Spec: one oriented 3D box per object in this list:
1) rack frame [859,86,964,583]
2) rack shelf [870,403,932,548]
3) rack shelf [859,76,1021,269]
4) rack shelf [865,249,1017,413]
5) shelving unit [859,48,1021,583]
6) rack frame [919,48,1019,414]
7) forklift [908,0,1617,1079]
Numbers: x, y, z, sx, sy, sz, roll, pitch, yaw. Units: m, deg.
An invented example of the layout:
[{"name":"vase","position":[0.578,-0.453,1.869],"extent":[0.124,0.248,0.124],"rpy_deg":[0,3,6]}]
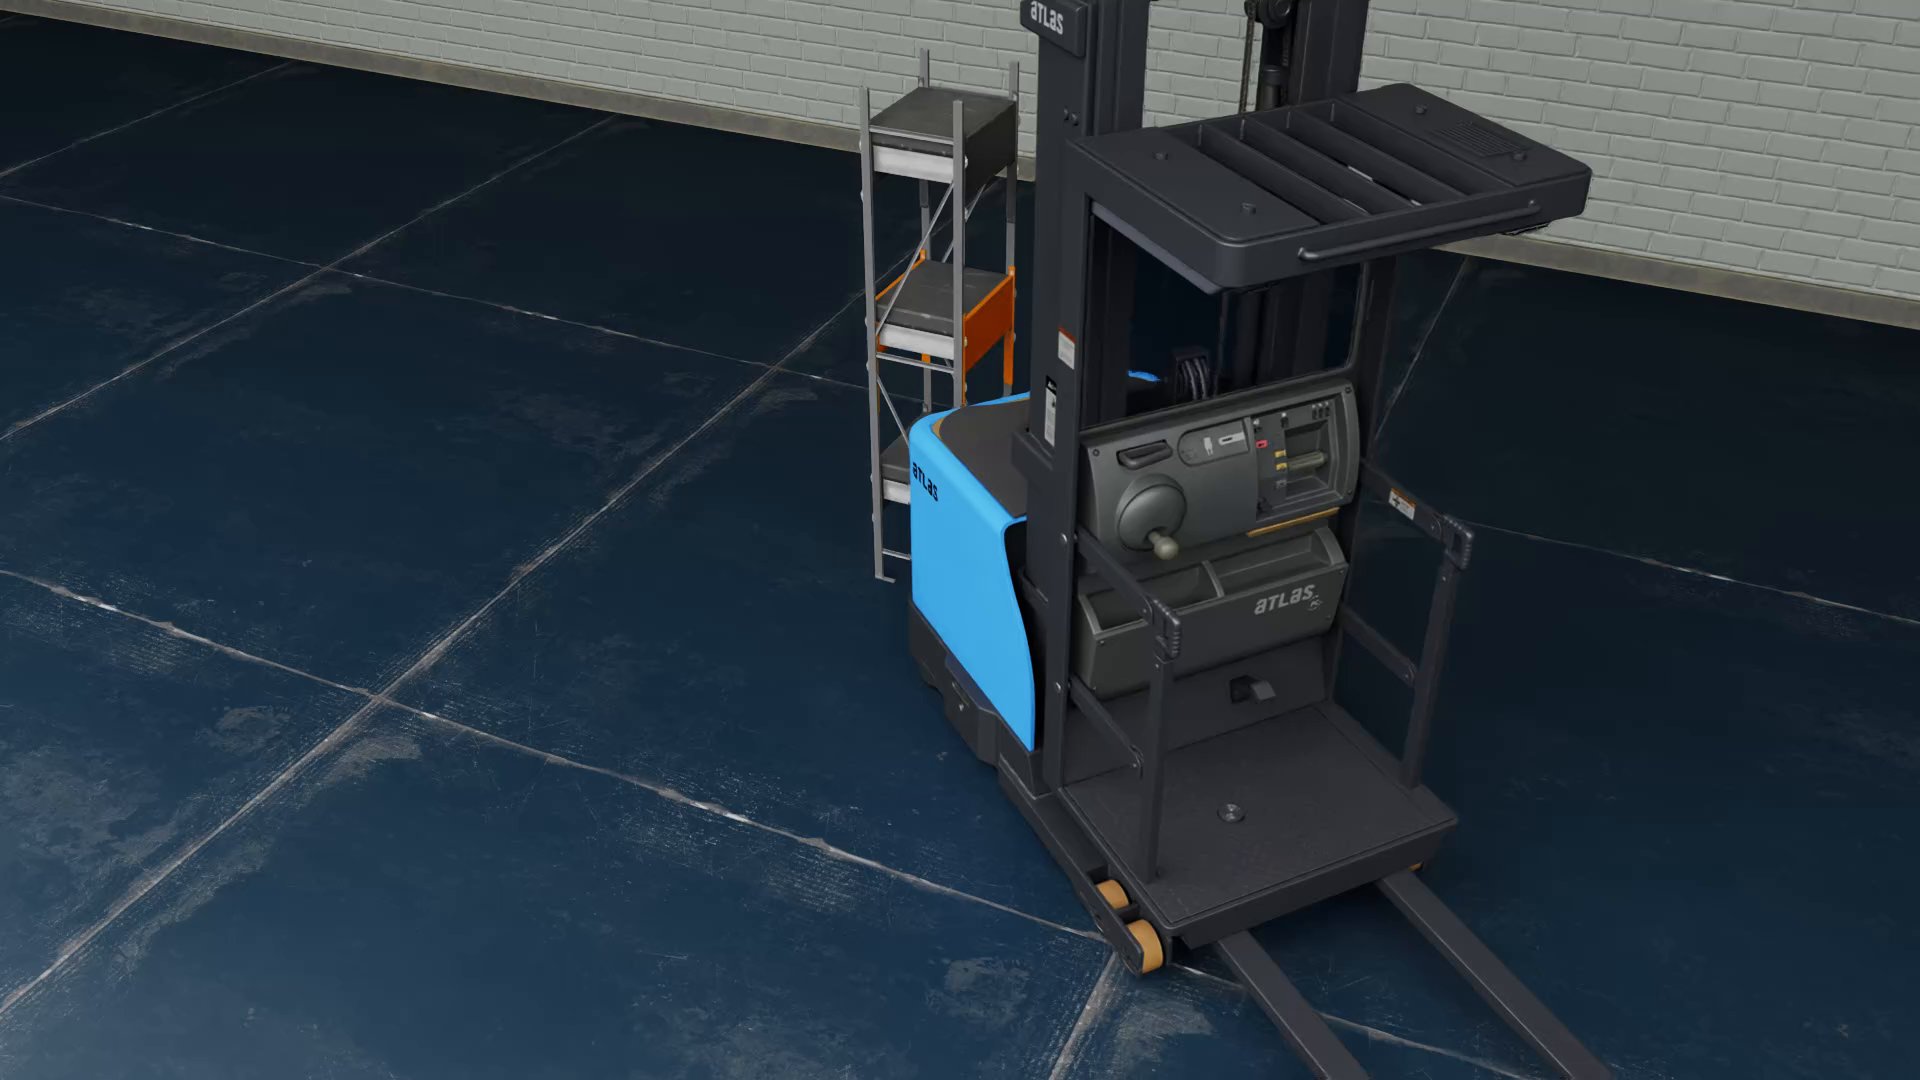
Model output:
[{"name":"rack frame","position":[-0.171,-0.674,6.363],"extent":[0.400,2.100,0.015],"rpy_deg":[14,36,20]},{"name":"rack shelf","position":[-0.069,-0.199,6.940],"extent":[0.431,0.518,0.480],"rpy_deg":[14,36,20]},{"name":"rack shelf","position":[-0.069,-1.370,6.172],"extent":[0.431,0.518,0.480],"rpy_deg":[14,36,20]},{"name":"rack shelf","position":[-0.069,-0.784,6.556],"extent":[0.431,0.518,0.480],"rpy_deg":[14,36,20]},{"name":"shelving unit","position":[-0.069,-0.796,6.549],"extent":[0.431,2.100,0.503],"rpy_deg":[14,36,20]},{"name":"rack frame","position":[0.033,-0.917,6.734],"extent":[0.400,2.100,0.015],"rpy_deg":[14,36,20]},{"name":"forklift","position":[0.891,-0.149,4.805],"extent":[1.130,2.935,3.031],"rpy_deg":[-15,36,-21]}]
